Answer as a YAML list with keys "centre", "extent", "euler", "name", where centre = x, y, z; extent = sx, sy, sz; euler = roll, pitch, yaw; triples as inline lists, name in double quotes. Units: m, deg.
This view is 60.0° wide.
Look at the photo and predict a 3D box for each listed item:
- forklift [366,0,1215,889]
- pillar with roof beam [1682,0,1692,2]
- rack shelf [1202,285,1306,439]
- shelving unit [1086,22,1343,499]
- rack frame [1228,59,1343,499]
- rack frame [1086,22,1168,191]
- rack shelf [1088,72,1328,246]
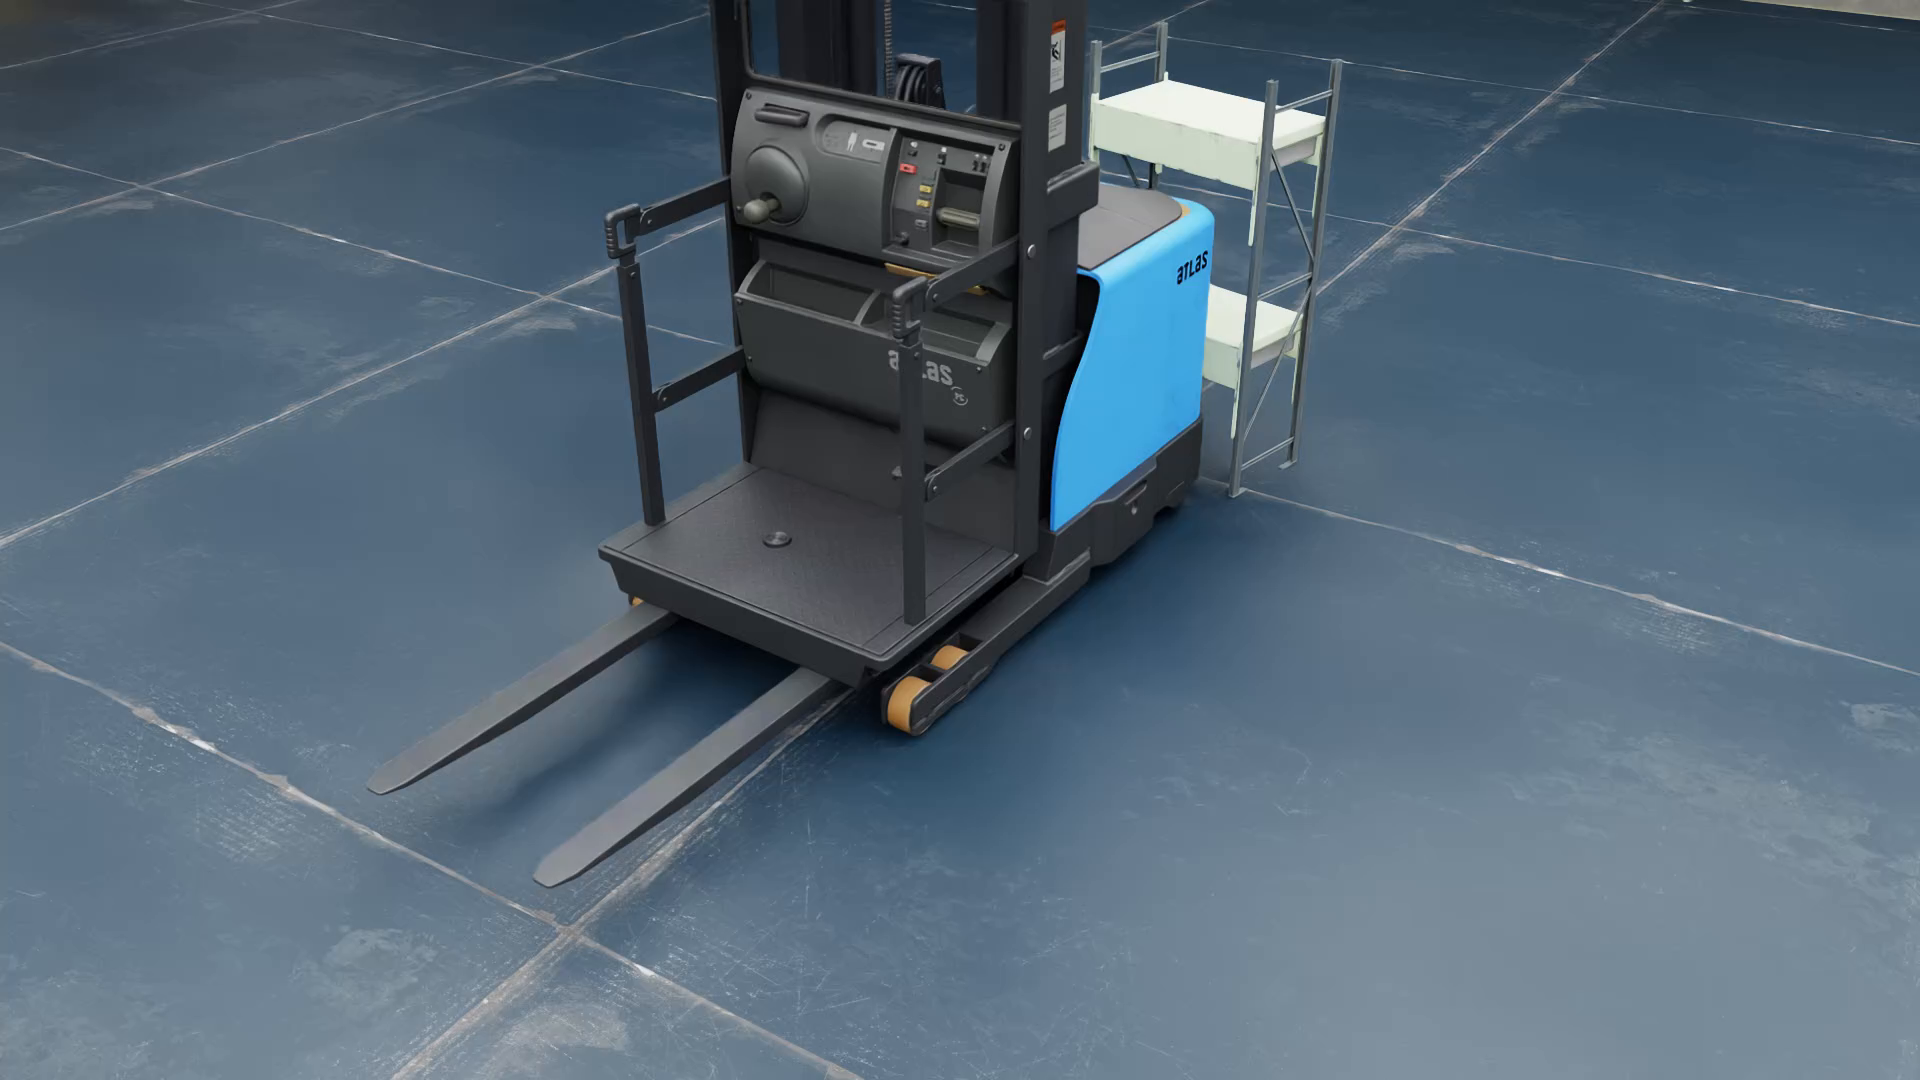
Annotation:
- centre: [-0.384, -0.980, 4.521]
  extent: [1.130, 2.935, 3.031]
  euler: [19, 35, 29]
  name: "forklift"
- centre: [3.291, -6.341, 7.690]
  extent: [0.400, 9.000, 9.100]
  euler: [18, 35, 27]
  name: "pillar with roof beam"
- centre: [0.857, -0.719, 6.141]
  extent: [0.720, 0.370, 0.431]
  euler: [26, 39, 37]
  name: "rack shelf"
- centre: [0.857, -1.000, 5.977]
  extent: [0.755, 1.500, 0.431]
  euler: [26, 39, 37]
  name: "shelving unit"
- centre: [1.118, -0.871, 5.755]
  extent: [0.023, 1.500, 0.400]
  euler: [26, 39, 37]
  name: "rack frame"
- centre: [0.596, -1.130, 6.198]
  extent: [0.023, 1.500, 0.400]
  euler: [26, 39, 37]
  name: "rack frame"
- centre: [0.857, -1.338, 5.780]
  extent: [0.720, 0.370, 0.431]
  euler: [26, 39, 37]
  name: "rack shelf"
